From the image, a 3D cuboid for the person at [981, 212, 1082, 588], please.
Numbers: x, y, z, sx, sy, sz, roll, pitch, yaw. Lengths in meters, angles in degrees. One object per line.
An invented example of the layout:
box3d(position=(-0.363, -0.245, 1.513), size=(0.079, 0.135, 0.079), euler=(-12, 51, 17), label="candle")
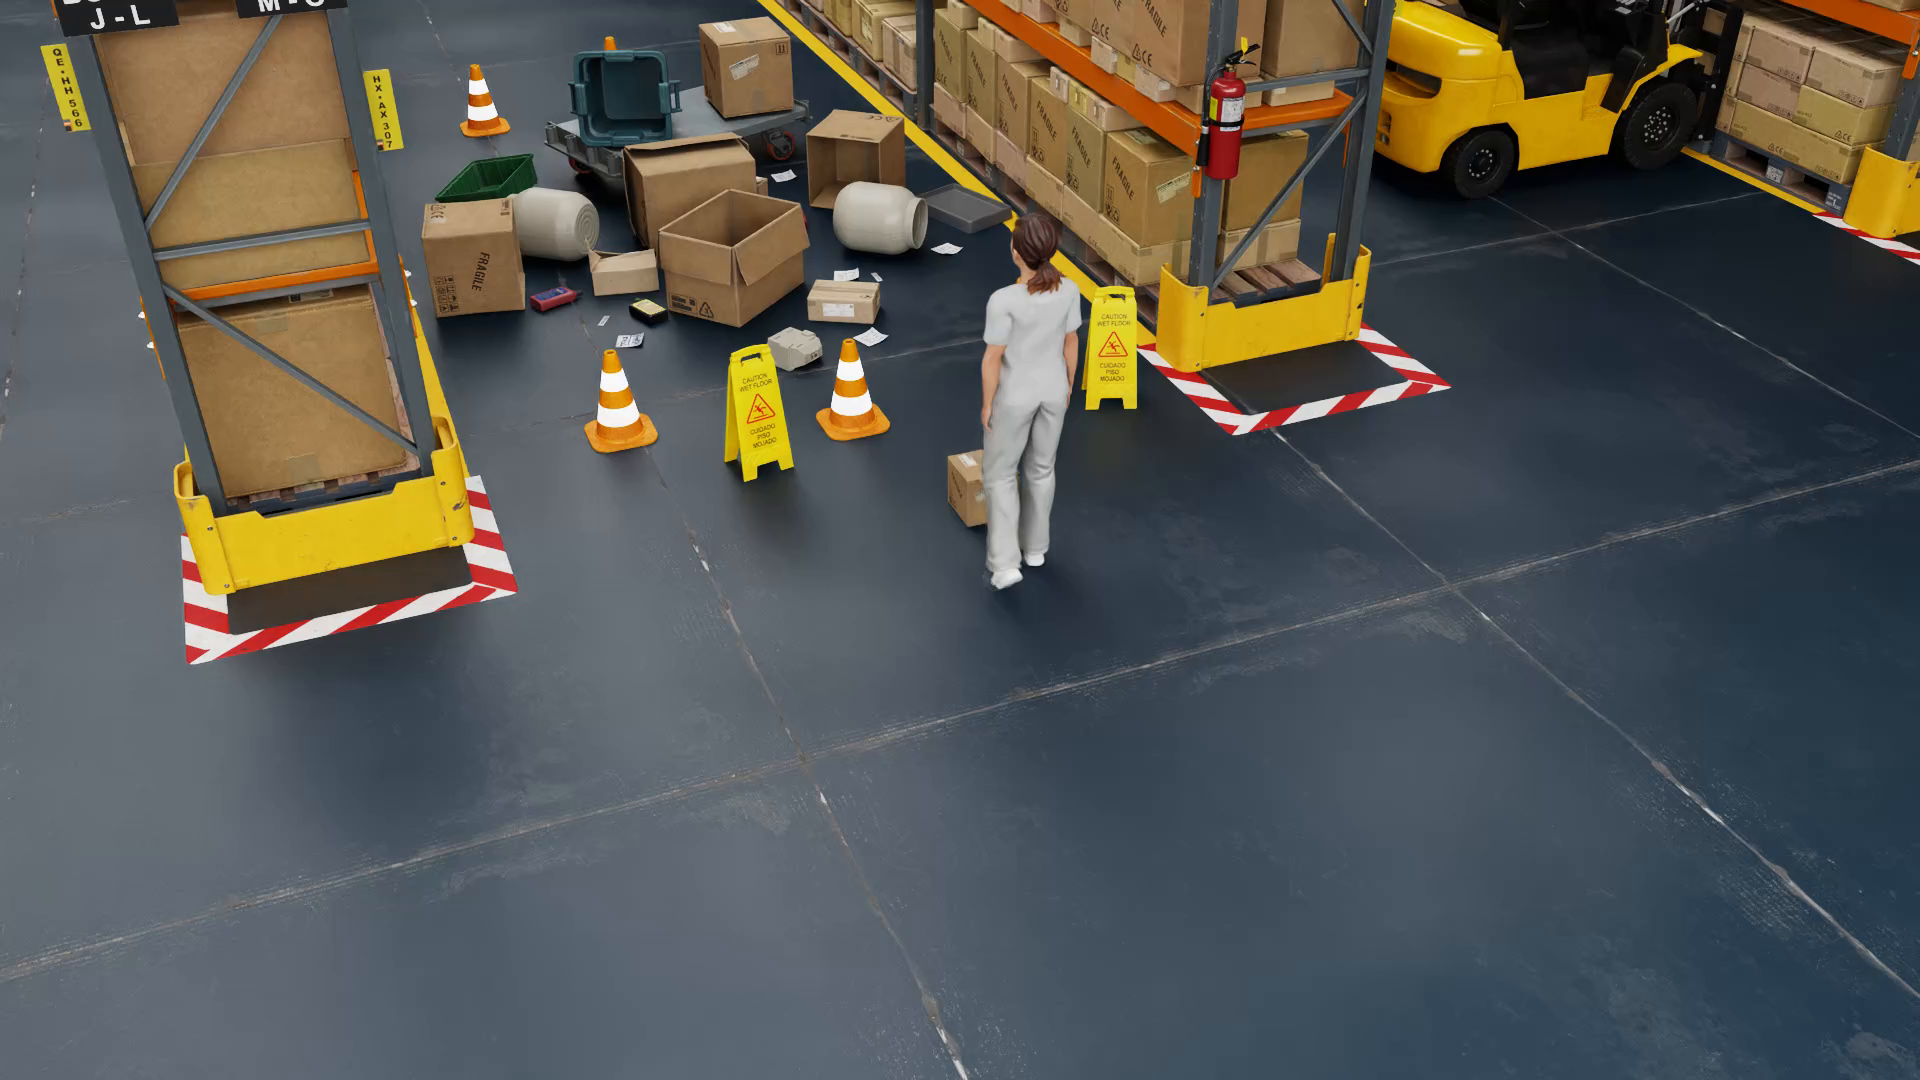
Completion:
box3d(position=(0.283, -0.566, 7.069), size=(0.446, 1.750, 0.467), euler=(-13, 36, -18), label="person")
